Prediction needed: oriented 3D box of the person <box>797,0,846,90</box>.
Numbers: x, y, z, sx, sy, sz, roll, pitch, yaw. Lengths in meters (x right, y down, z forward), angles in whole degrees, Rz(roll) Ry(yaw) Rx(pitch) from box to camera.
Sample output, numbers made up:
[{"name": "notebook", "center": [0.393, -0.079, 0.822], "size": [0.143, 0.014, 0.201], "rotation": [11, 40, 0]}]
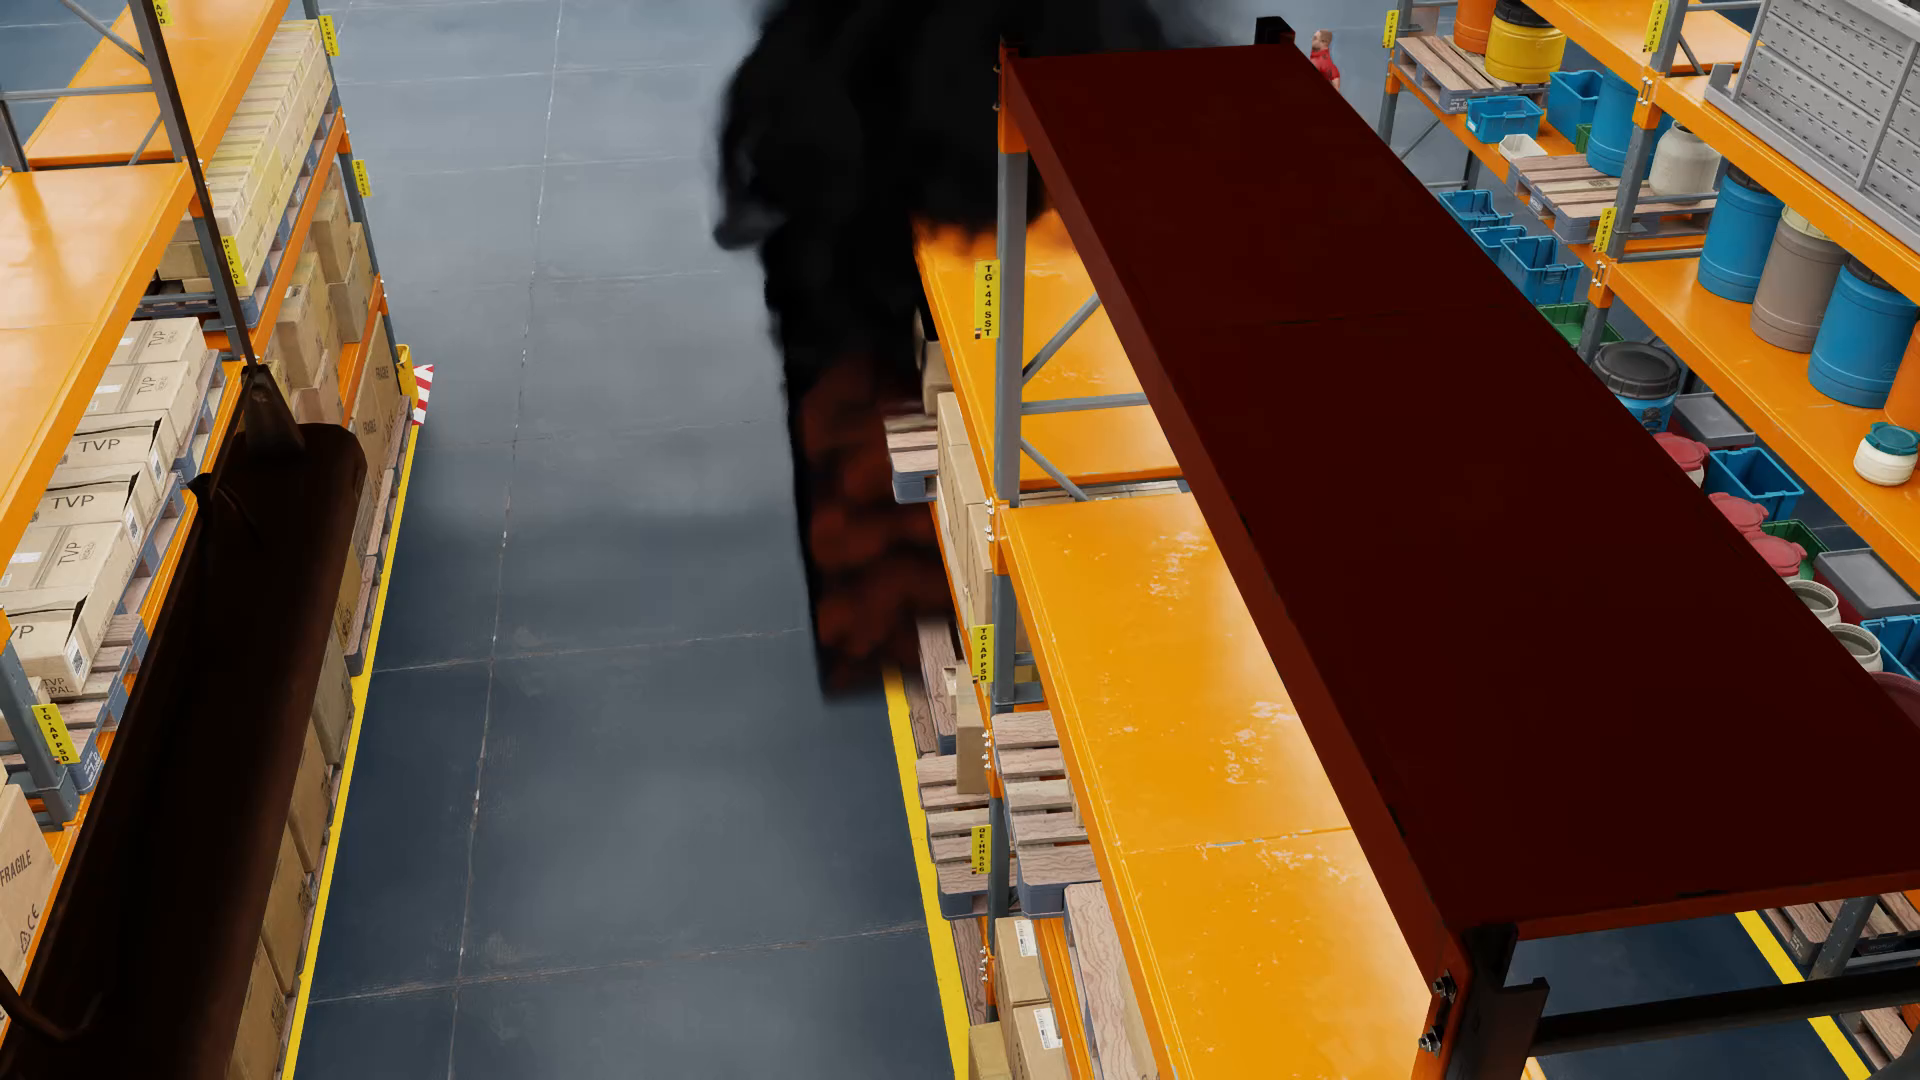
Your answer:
[{"name": "person", "center": [-1.593, -6.474, 20.726], "size": [0.981, 1.752, 0.700], "rotation": [4, 37, 6]}]

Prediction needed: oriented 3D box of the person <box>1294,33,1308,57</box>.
[{"name": "person", "center": [3.699, -4.860, 18.654], "size": [0.626, 1.670, 0.662], "rotation": [6, 37, 8]}]
